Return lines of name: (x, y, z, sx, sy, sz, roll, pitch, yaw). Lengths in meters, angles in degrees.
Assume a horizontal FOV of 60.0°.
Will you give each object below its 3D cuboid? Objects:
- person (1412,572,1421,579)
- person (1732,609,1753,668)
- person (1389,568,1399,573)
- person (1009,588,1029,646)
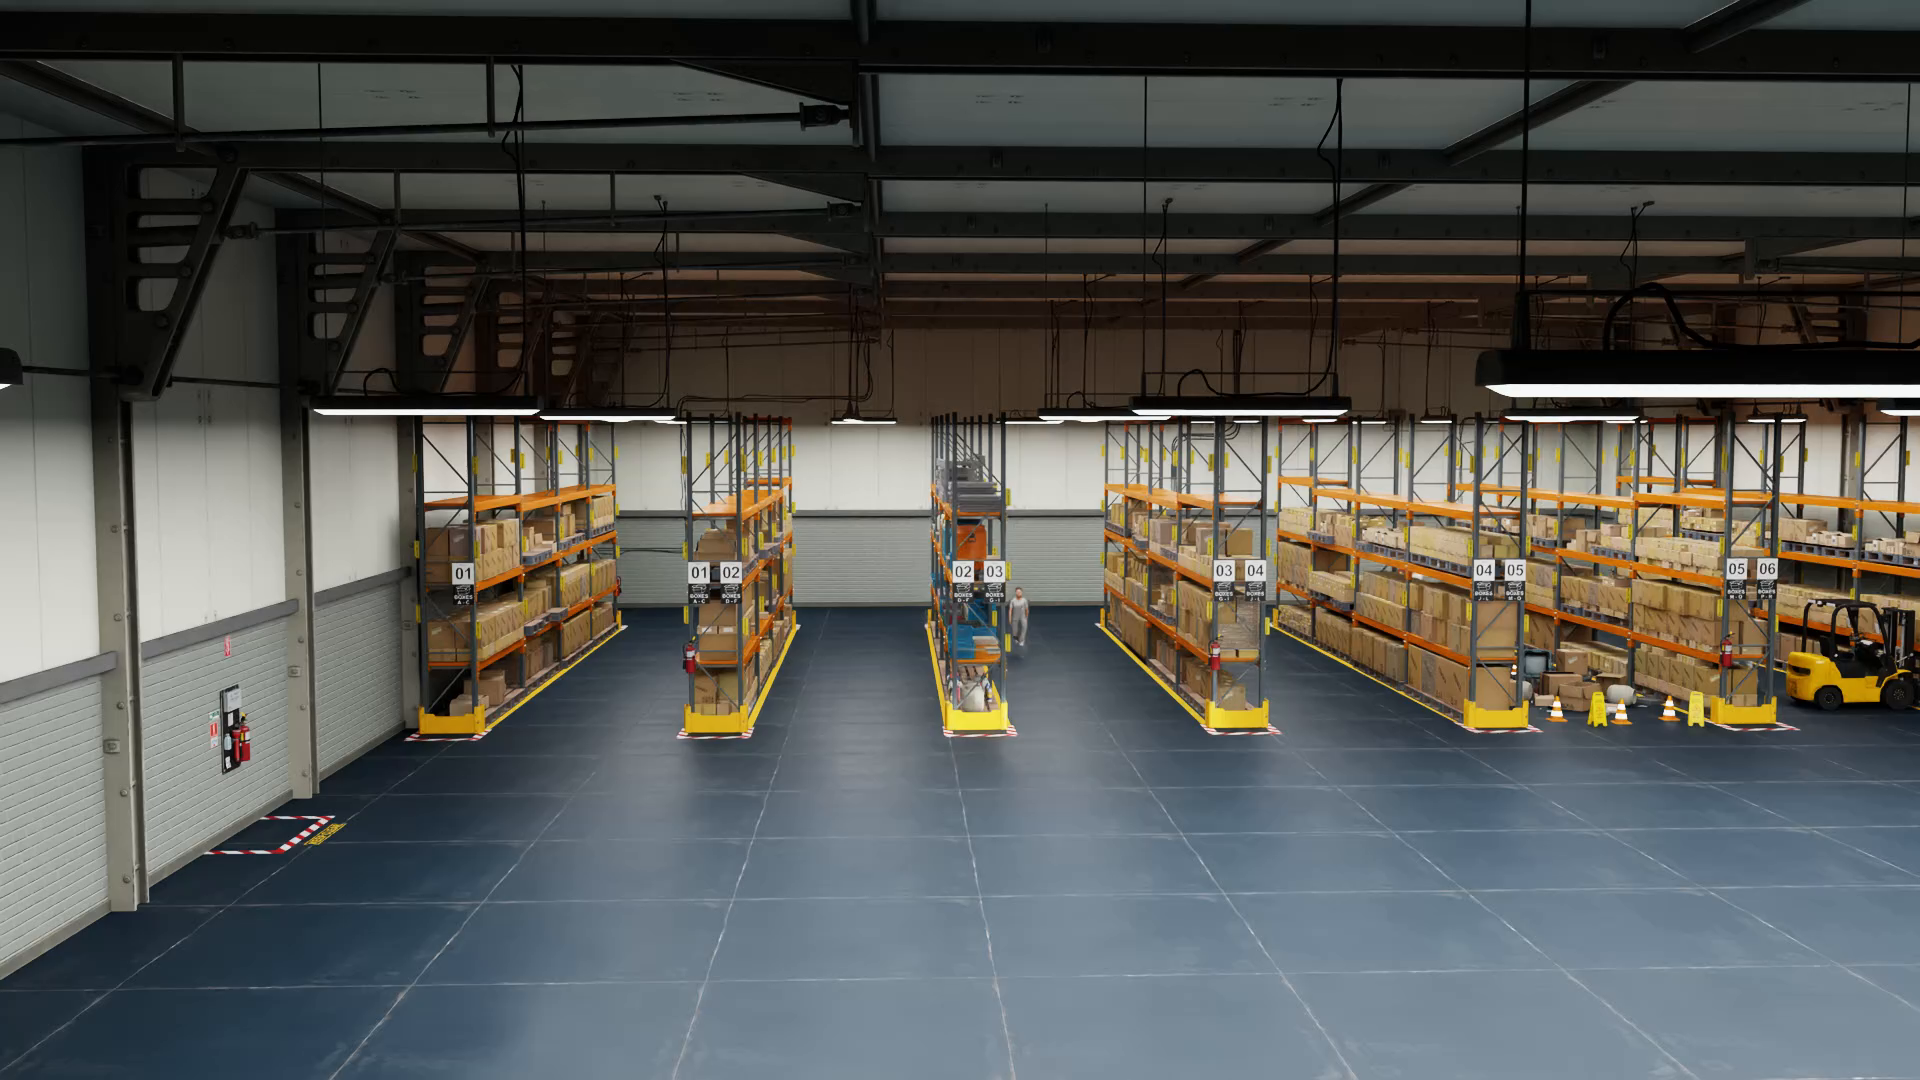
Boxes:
person: (13.430, 1.497, 49.107, 0.723, 1.753, 0.574, 0, 4, -3)
person: (17.219, 2.362, 36.424, 0.512, 1.807, 0.542, -1, 4, -11)
person: (12.267, 1.635, 46.871, 0.496, 1.736, 1.012, -4, 5, -45)
person: (1.466, 1.906, 41.546, 0.499, 1.431, 1.067, 0, 4, 1)
